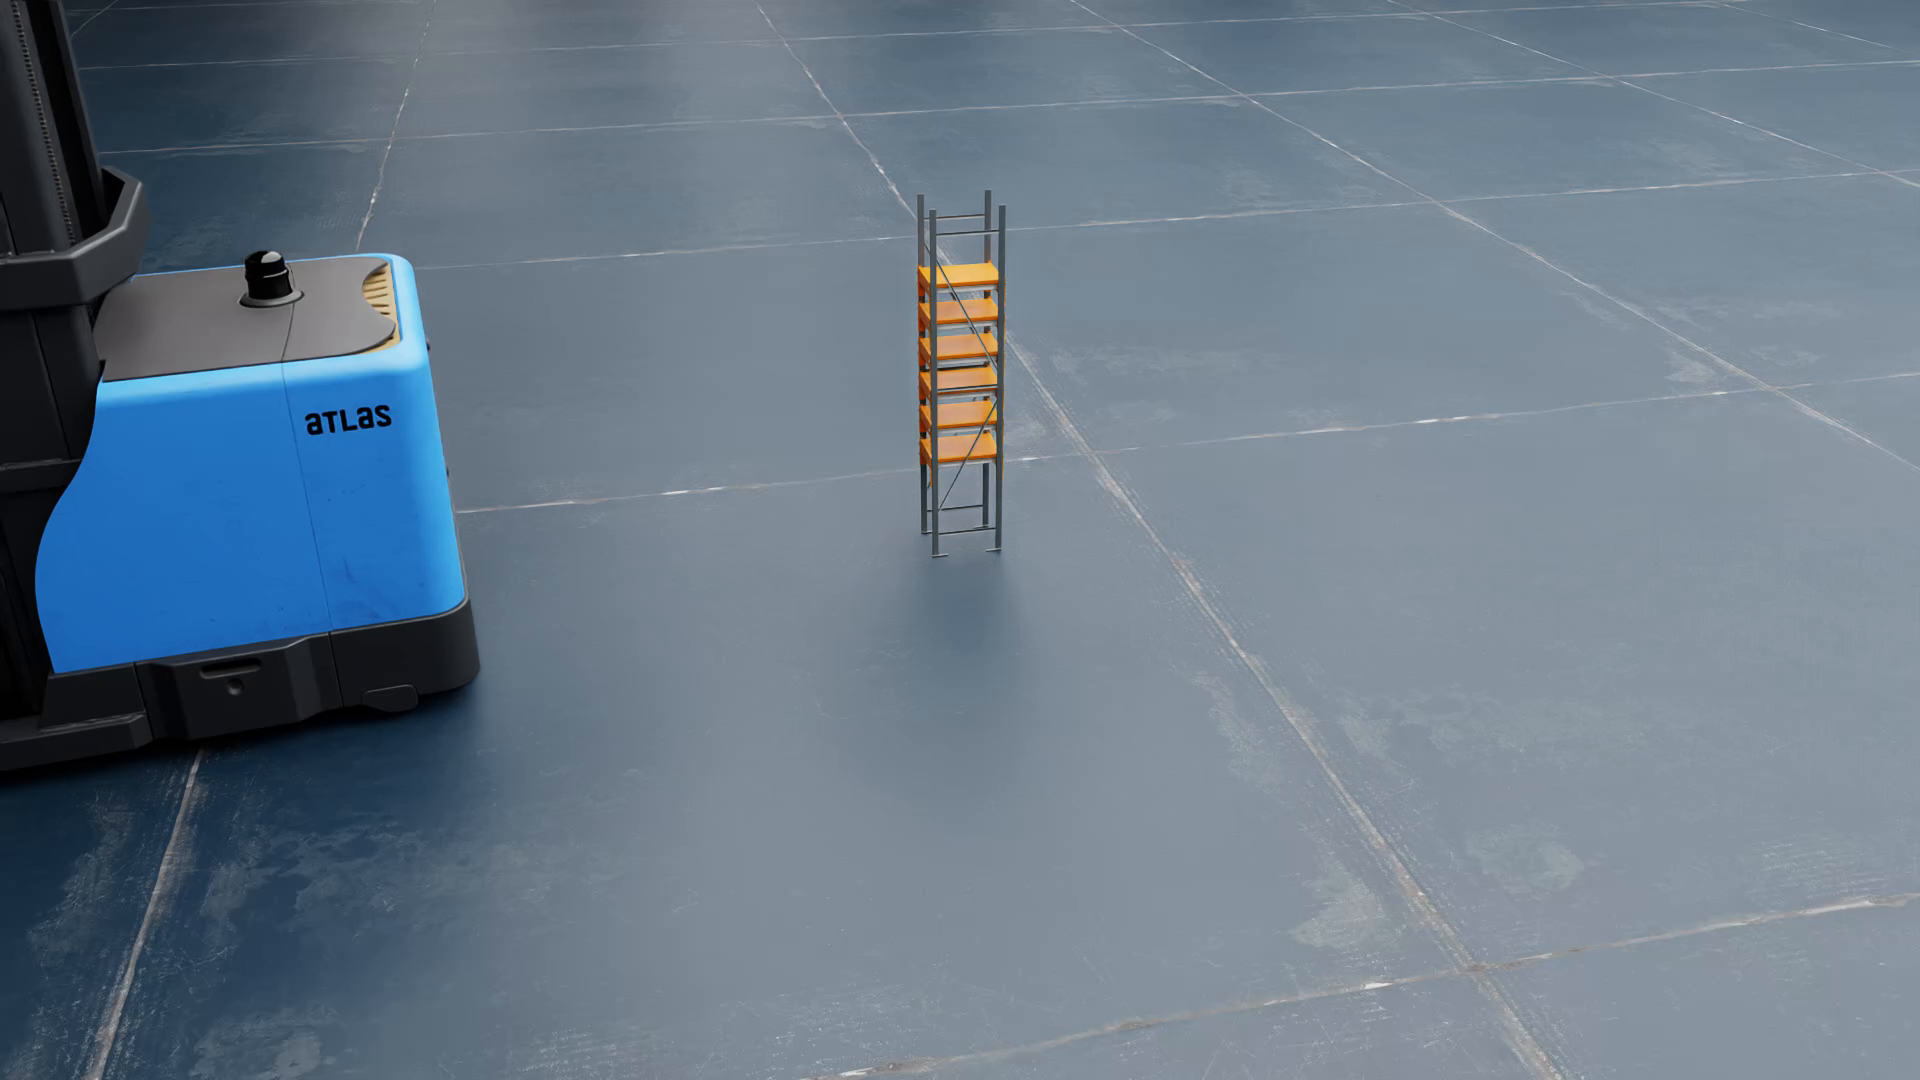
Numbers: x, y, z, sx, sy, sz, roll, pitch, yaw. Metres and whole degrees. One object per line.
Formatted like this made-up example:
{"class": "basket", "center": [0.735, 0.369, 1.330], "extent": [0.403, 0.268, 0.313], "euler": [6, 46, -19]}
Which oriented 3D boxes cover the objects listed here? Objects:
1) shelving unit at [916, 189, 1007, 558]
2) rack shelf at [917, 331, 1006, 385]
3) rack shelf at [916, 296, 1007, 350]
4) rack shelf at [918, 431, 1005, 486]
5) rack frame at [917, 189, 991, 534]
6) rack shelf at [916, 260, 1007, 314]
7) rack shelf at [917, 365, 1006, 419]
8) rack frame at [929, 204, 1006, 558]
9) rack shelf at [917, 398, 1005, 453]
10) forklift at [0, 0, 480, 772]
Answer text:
{"class": "shelving unit", "center": [0.003, -0.529, 5.467], "extent": [0.258, 1.200, 0.189], "euler": [-6, 27, -12]}
{"class": "rack shelf", "center": [0.003, -0.597, 5.433], "extent": [0.258, 0.103, 0.180], "euler": [-6, 27, -12]}
{"class": "rack shelf", "center": [0.003, -0.704, 5.379], "extent": [0.258, 0.103, 0.180], "euler": [-6, 27, -12]}
{"class": "rack shelf", "center": [0.003, -0.275, 5.595], "extent": [0.258, 0.103, 0.180], "euler": [-6, 27, -12]}
{"class": "rack frame", "center": [-0.017, -0.569, 5.547], "extent": [0.240, 1.200, 0.006], "euler": [-6, 27, -12]}
{"class": "rack shelf", "center": [0.003, -0.811, 5.325], "extent": [0.258, 0.103, 0.180], "euler": [-6, 27, -12]}
{"class": "rack shelf", "center": [0.003, -0.490, 5.487], "extent": [0.258, 0.103, 0.180], "euler": [-6, 27, -12]}
{"class": "rack frame", "center": [0.024, -0.489, 5.387], "extent": [0.240, 1.200, 0.006], "euler": [-6, 27, -12]}
{"class": "rack shelf", "center": [0.003, -0.382, 5.541], "extent": [0.258, 0.103, 0.180], "euler": [-6, 27, -12]}
{"class": "forklift", "center": [-2.971, -0.829, 4.140], "extent": [3.031, 2.935, 1.130], "euler": [-9, 28, -17]}
